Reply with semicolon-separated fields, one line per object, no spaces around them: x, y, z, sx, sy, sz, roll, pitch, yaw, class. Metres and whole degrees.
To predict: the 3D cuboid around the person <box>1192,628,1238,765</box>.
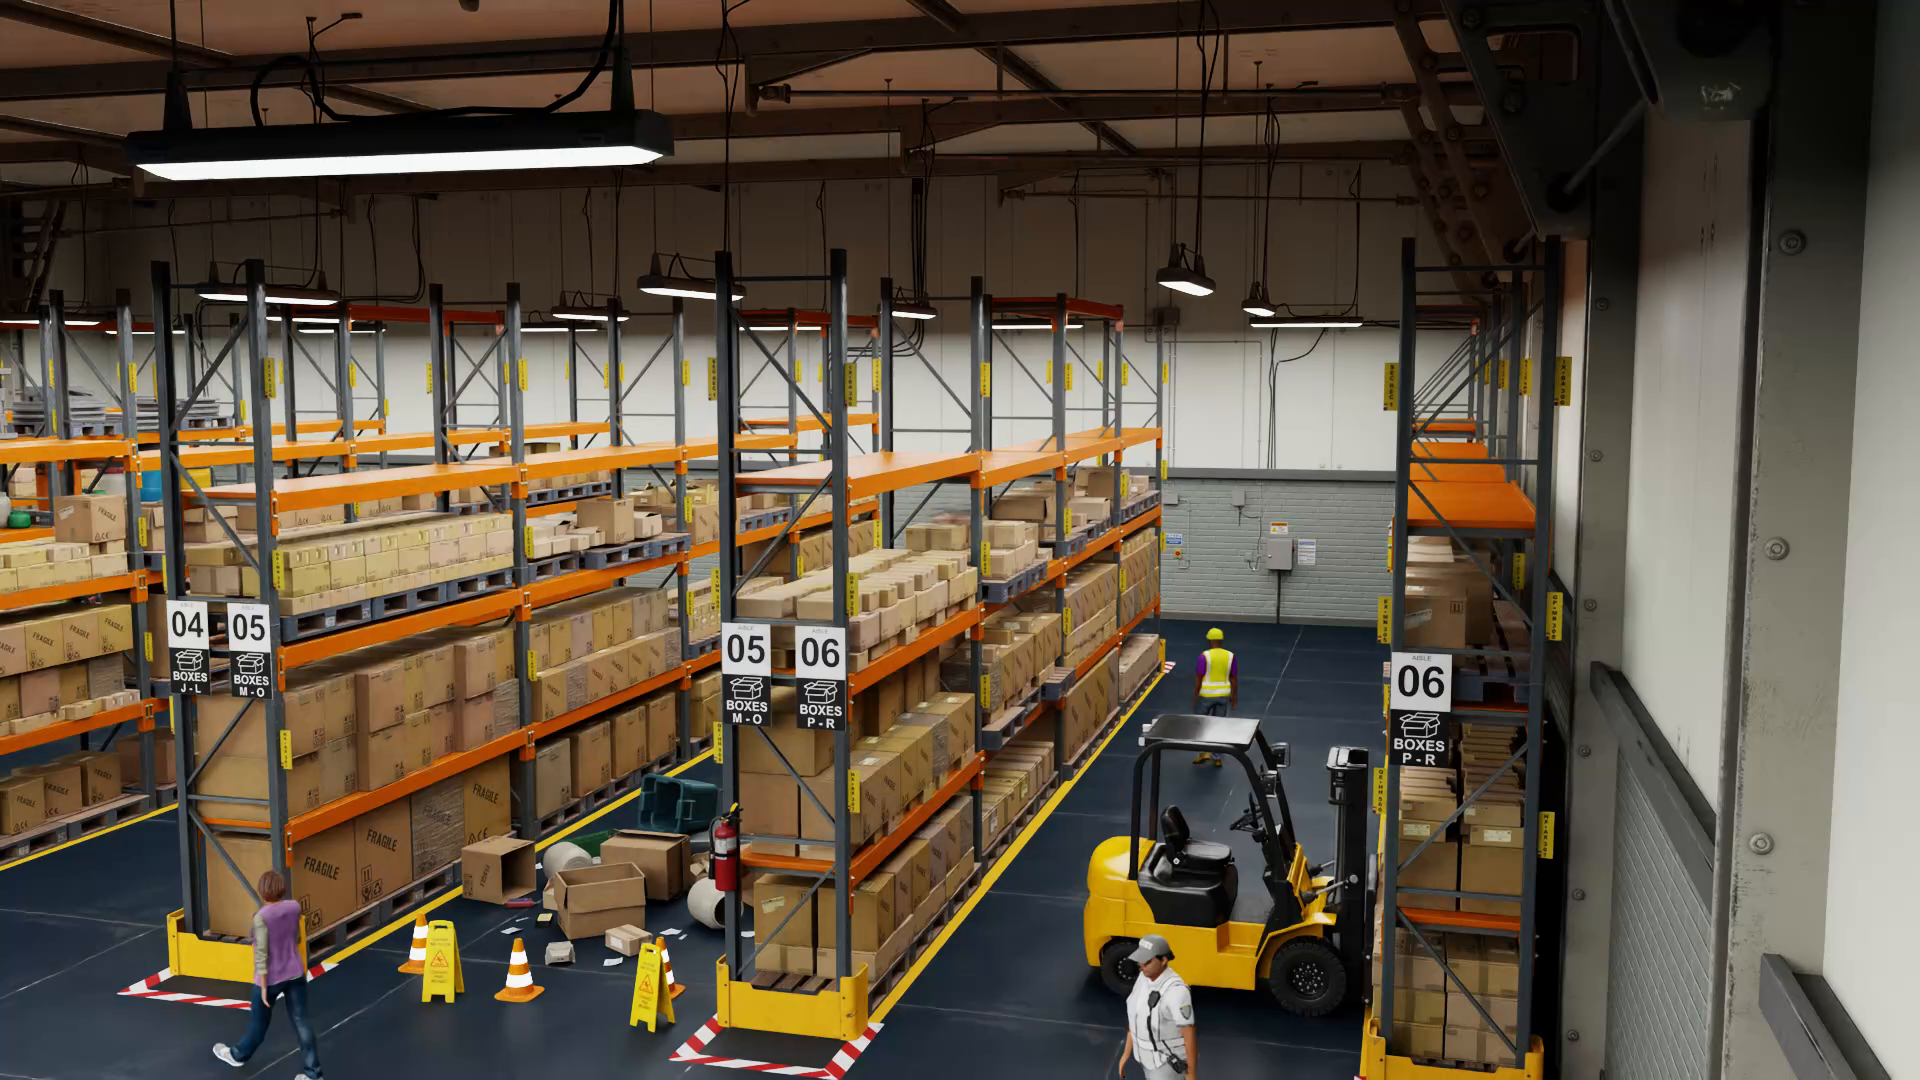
3.283;2.028;21.493;0.609;1.787;0.403;-1;6;-13;person

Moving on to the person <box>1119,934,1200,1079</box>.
1.229;3.257;10.333;0.836;1.643;0.539;-2;6;-21;person

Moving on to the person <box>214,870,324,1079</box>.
-4.956;3.121;11.974;0.980;1.544;0.435;5;8;37;person
